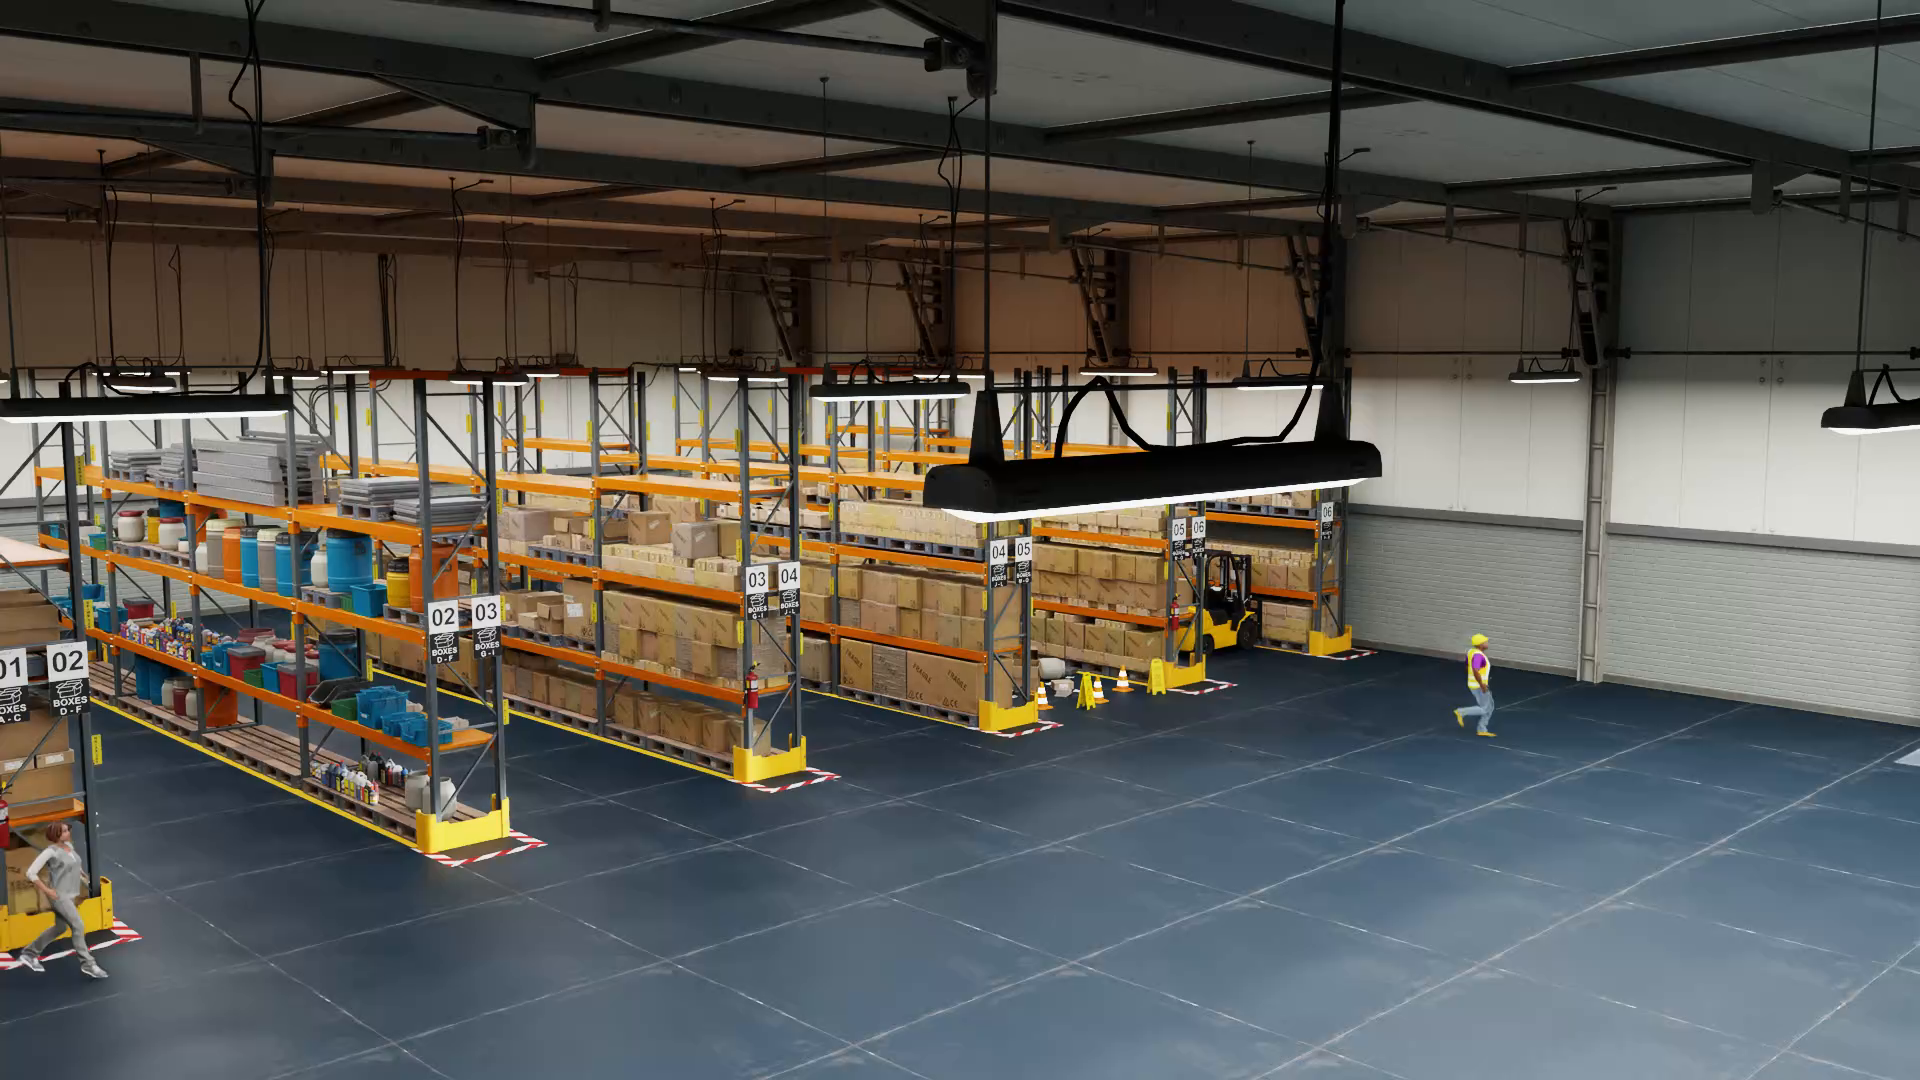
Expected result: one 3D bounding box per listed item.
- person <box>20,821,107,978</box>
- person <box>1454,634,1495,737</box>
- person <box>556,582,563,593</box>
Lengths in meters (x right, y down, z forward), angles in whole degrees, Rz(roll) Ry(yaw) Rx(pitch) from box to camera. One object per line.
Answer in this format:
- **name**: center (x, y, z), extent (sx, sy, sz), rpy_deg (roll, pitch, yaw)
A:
- **person**: center (-9.109, 3.642, 16.862), extent (0.843, 1.613, 0.587), rpy_deg (-1, 7, -9)
- **person**: center (8.503, 2.401, 27.427), extent (0.702, 1.713, 0.701), rpy_deg (1, 7, 9)
- **person**: center (-10.217, 0.679, 42.380), extent (0.689, 1.812, 0.763), rpy_deg (3, 7, 25)
